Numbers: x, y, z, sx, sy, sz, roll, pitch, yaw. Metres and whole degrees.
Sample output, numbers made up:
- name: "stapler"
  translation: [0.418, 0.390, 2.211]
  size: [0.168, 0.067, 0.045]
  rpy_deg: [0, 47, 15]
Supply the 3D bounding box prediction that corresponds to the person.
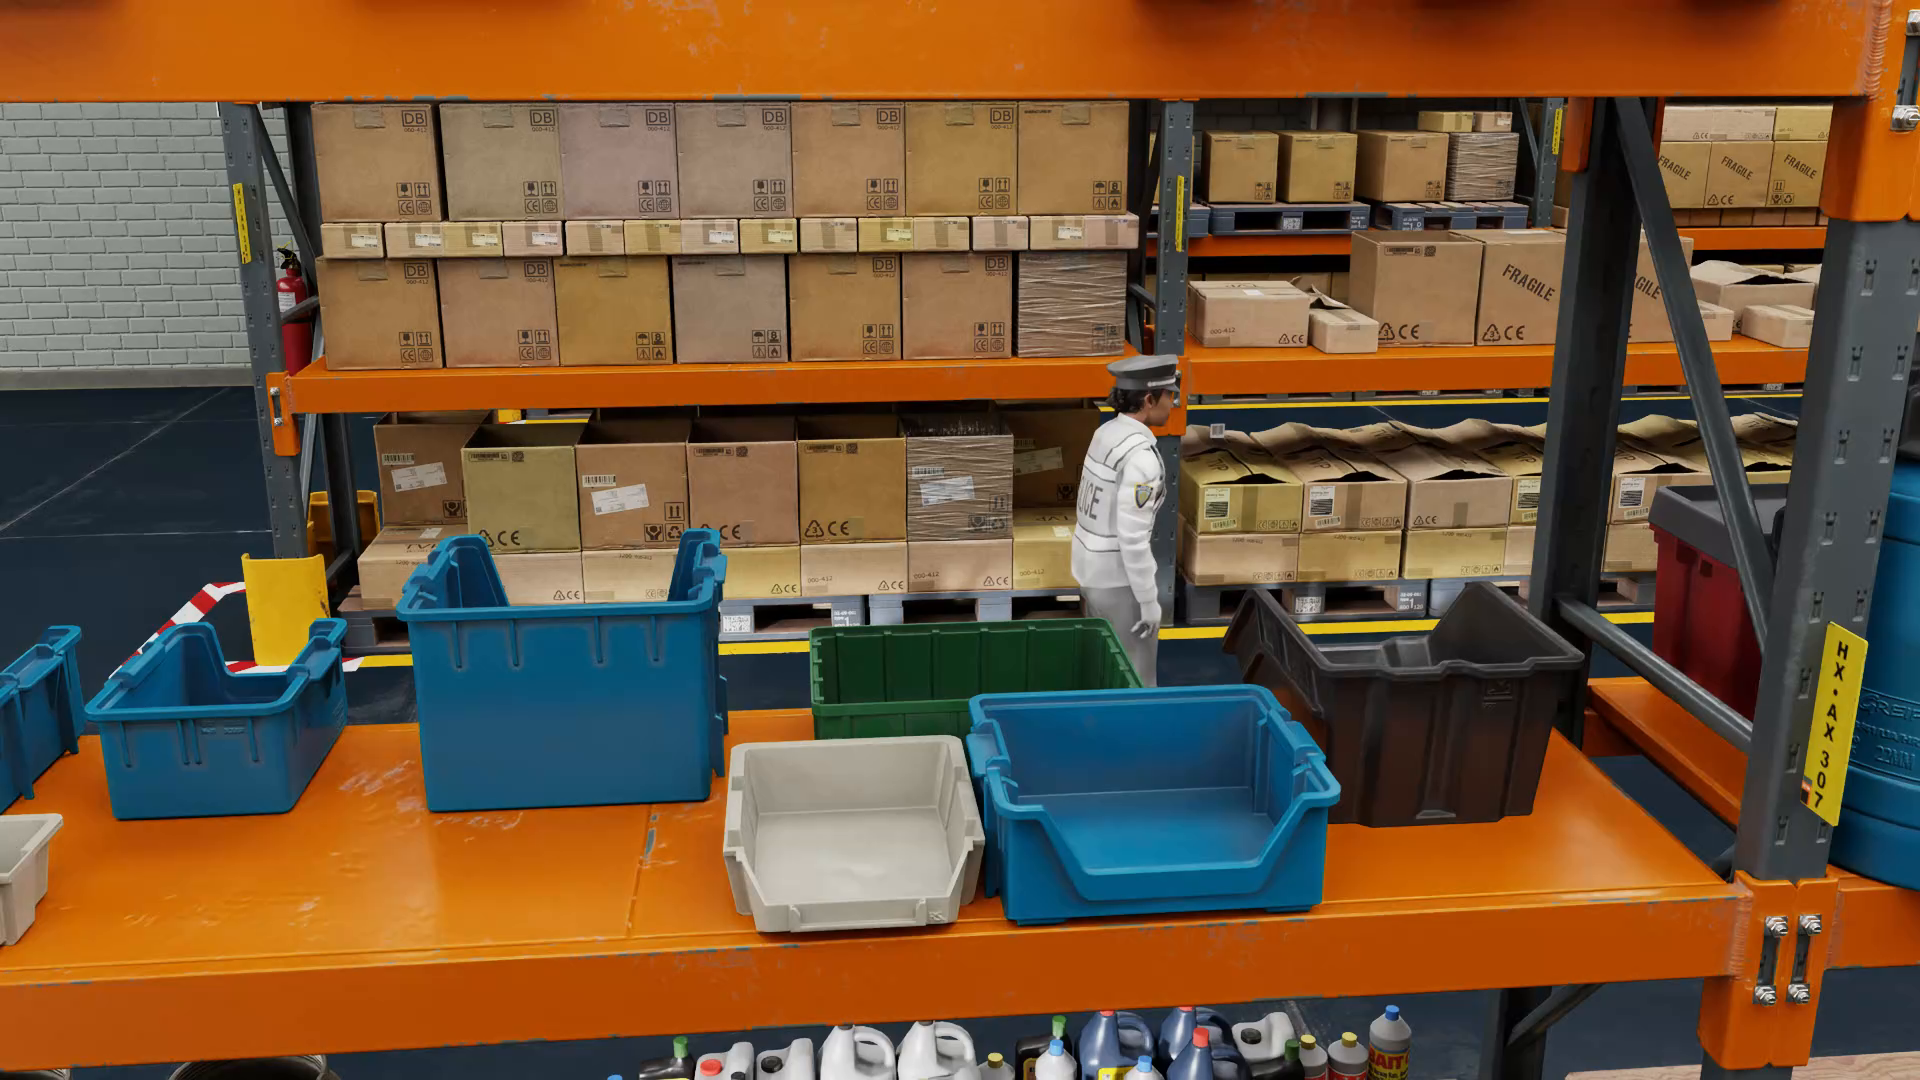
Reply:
- name: "person"
  translation: [0.597, 0.160, 6.009]
  size: [0.374, 1.662, 0.540]
  rpy_deg: [-3, 17, -9]
